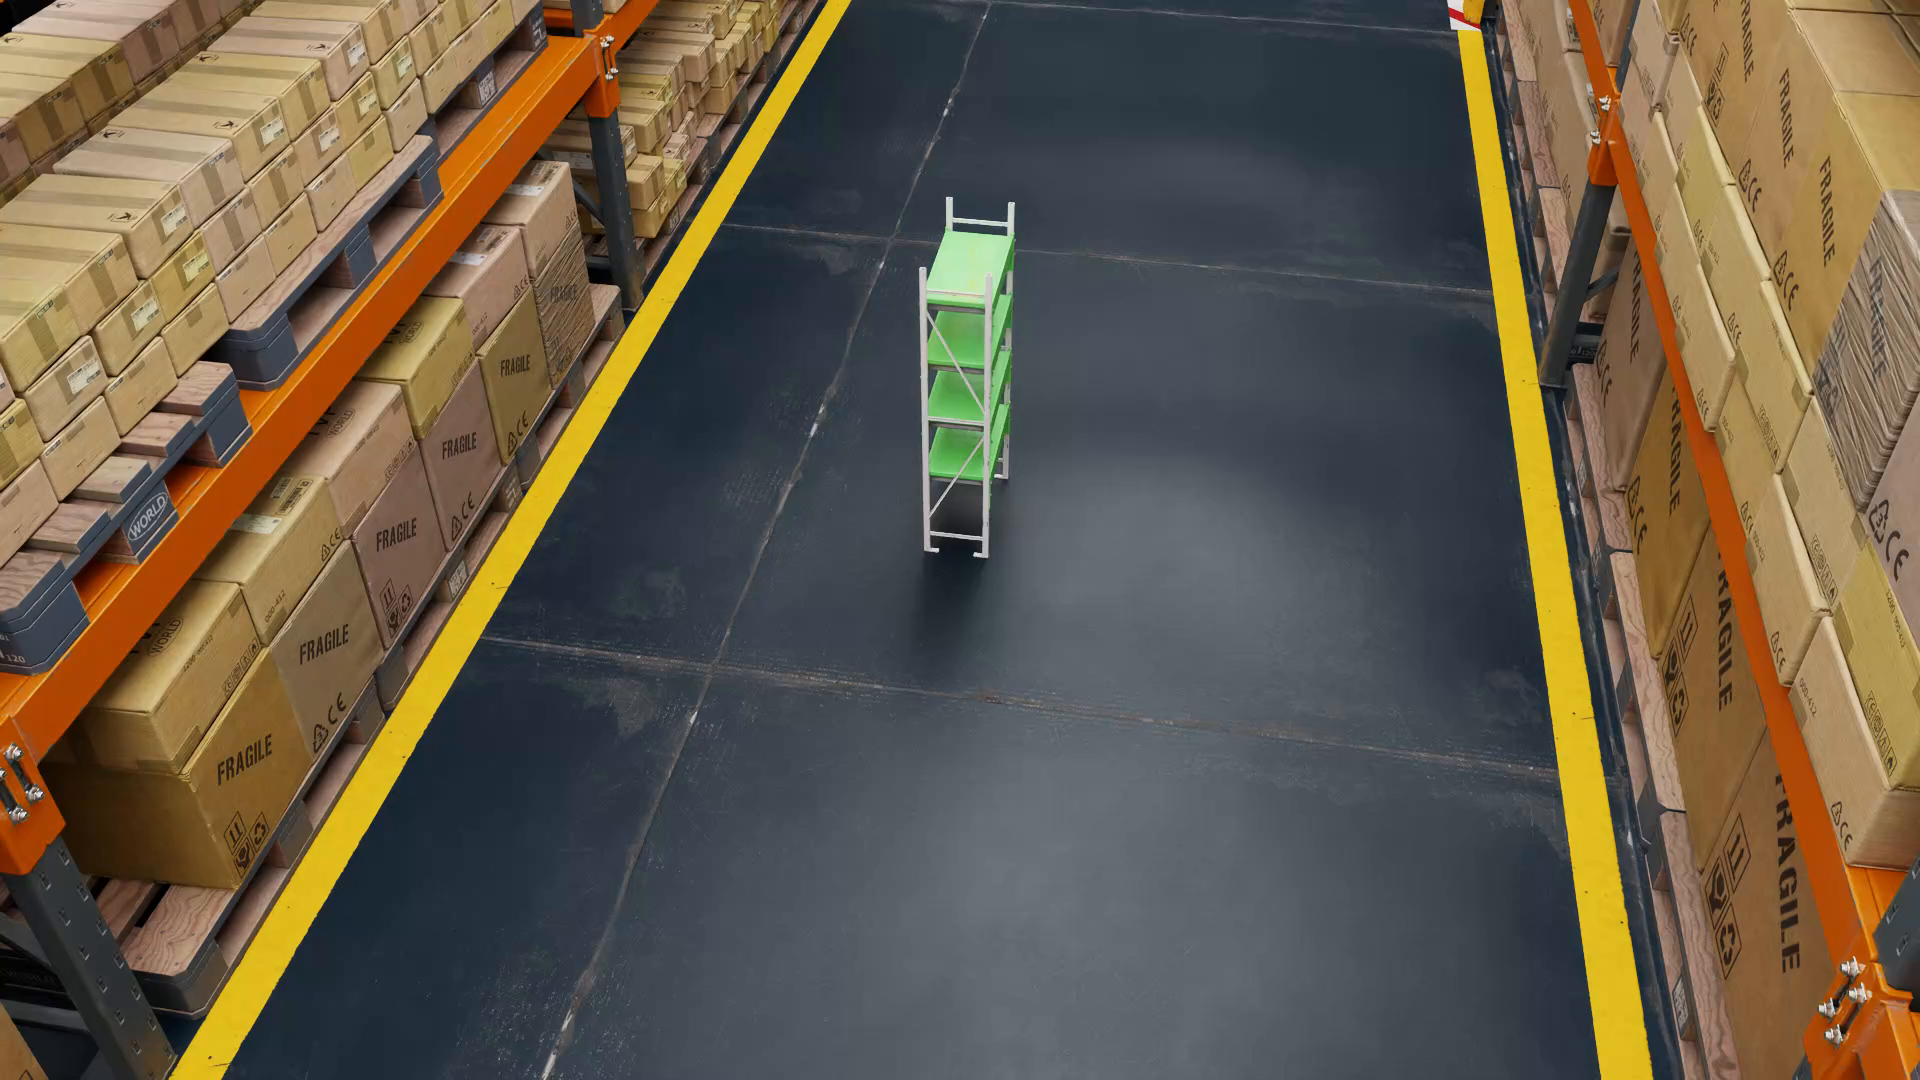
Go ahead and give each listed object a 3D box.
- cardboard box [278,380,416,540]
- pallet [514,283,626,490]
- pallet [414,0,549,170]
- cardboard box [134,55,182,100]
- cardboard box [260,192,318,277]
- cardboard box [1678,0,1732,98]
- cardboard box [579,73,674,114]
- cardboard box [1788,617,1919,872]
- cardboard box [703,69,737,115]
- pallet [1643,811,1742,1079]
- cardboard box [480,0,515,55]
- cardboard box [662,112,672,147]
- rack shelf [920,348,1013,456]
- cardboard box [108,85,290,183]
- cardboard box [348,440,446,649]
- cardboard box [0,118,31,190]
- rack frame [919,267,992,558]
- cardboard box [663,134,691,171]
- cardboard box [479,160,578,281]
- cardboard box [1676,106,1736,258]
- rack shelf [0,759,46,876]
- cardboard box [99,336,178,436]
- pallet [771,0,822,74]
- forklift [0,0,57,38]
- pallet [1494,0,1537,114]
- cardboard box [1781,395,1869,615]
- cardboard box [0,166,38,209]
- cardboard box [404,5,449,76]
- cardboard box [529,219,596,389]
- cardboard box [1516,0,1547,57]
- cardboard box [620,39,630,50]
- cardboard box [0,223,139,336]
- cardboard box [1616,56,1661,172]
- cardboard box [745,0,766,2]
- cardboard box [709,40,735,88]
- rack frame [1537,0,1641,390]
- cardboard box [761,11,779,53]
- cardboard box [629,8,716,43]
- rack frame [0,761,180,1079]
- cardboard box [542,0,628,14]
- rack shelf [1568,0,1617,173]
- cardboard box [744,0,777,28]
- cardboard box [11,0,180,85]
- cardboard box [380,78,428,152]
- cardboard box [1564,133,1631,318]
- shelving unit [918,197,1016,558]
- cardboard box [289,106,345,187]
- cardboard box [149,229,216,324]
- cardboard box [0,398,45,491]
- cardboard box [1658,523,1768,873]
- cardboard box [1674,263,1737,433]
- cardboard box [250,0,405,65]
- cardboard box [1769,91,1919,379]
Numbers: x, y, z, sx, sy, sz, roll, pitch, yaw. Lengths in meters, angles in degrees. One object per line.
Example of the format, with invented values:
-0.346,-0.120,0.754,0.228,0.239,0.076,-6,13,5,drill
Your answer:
-2.089,-0.278,5.275,0.500,0.250,0.500,7,40,8,cardboard box
-2.074,-0.704,6.935,1.003,0.211,1.213,6,40,8,pallet
-2.216,-1.729,6.138,1.003,0.211,1.213,6,40,8,pallet
-2.684,-1.426,5.255,0.380,0.149,0.250,6,40,7,cardboard box
-2.129,-0.913,4.867,0.380,0.149,0.250,7,40,8,cardboard box
2.532,-1.642,5.018,0.500,0.500,0.500,6,40,7,cardboard box
-1.576,-2.083,7.857,0.380,0.149,0.250,6,40,7,cardboard box
2.092,0.438,3.484,0.500,0.250,0.500,5,40,6,cardboard box
-1.377,-2.342,8.636,0.380,0.149,0.250,5,40,6,cardboard box
2.470,1.314,4.495,1.003,0.211,1.213,6,40,8,pallet
-1.859,-1.898,6.059,0.380,0.149,0.250,7,40,8,cardboard box
-1.601,-1.963,7.944,0.380,0.149,0.250,6,40,7,cardboard box
0.029,-0.517,6.034,0.258,0.148,0.480,6,40,8,rack shelf
-2.136,-1.145,4.681,0.380,0.149,0.250,8,40,9,cardboard box
-2.092,-0.009,5.540,0.500,0.500,0.500,5,40,7,cardboard box
-2.819,-1.050,4.566,0.380,0.149,0.250,6,40,8,cardboard box
-0.014,-0.413,5.808,0.240,1.200,0.015,6,40,8,rack frame
-1.524,-1.852,8.044,0.380,0.149,0.250,6,40,7,cardboard box
-1.821,-1.259,6.463,0.500,0.250,0.500,5,40,6,cardboard box
2.422,-1.030,4.868,0.500,0.250,0.500,7,40,8,cardboard box
-2.979,1.776,2.313,1.077,0.370,4.000,6,40,8,rack shelf
-2.264,-0.418,4.269,0.380,0.149,0.250,8,40,10,cardboard box
-1.437,-3.149,9.893,1.003,0.211,1.213,6,40,8,pallet
-4.531,-2.330,6.768,1.130,2.935,3.031,8,40,9,forklift
3.583,-2.710,9.362,1.003,0.211,1.213,6,40,8,pallet
2.178,-0.063,3.698,0.500,0.250,0.500,5,40,7,cardboard box
-2.819,-0.943,4.670,0.380,0.149,0.250,6,40,7,cardboard box
-1.948,-1.682,5.565,0.380,0.149,0.250,5,40,6,cardboard box
-1.821,-0.973,6.705,0.500,0.500,0.500,6,40,7,cardboard box
3.628,-3.044,9.259,0.875,0.438,0.875,5,40,6,cardboard box
-1.905,-2.493,8.586,0.380,0.149,0.250,5,40,6,cardboard box
-2.272,-0.642,4.073,0.380,0.149,0.250,6,40,7,cardboard box
2.616,-1.480,5.803,0.500,0.250,0.500,6,40,7,cardboard box
-1.209,-3.051,9.028,0.380,0.149,0.250,8,40,9,cardboard box
-1.375,-2.453,8.537,0.380,0.149,0.250,6,40,7,cardboard box
2.952,-1.785,6.054,1.000,3.000,0.127,6,40,8,rack frame
-1.222,-2.835,9.233,0.380,0.149,0.250,5,40,6,cardboard box
-1.463,-2.580,8.458,0.380,0.149,0.250,5,40,6,cardboard box
-2.633,0.243,3.602,1.000,3.000,0.127,6,40,8,rack frame
-1.570,-2.312,6.889,0.380,0.149,0.250,8,40,9,cardboard box
3.298,-2.763,7.802,1.077,0.370,4.000,6,40,8,rack shelf
-1.224,-2.940,9.126,0.380,0.149,0.250,7,40,8,cardboard box
-2.685,-1.553,5.175,0.380,0.149,0.250,8,40,9,cardboard box
-1.990,-1.409,5.468,0.380,0.149,0.250,5,40,6,cardboard box
3.166,-1.341,7.199,0.875,0.438,0.875,6,40,7,cardboard box
0.029,-0.566,5.993,0.258,1.200,0.503,6,40,8,shelving unit
-2.087,-1.196,4.976,0.380,0.149,0.250,8,40,9,cardboard box
-2.221,-0.714,4.394,0.380,0.149,0.250,7,40,8,cardboard box
-2.352,-0.217,3.793,0.380,0.149,0.250,8,40,10,cardboard box
2.620,0.399,4.751,0.875,0.875,0.875,7,40,8,cardboard box
2.328,-0.522,4.645,0.500,0.250,0.500,6,40,7,cardboard box
-2.002,-1.639,5.278,0.380,0.149,0.250,5,40,6,cardboard box
2.265,-0.685,3.862,0.500,0.500,0.500,6,40,8,cardboard box
